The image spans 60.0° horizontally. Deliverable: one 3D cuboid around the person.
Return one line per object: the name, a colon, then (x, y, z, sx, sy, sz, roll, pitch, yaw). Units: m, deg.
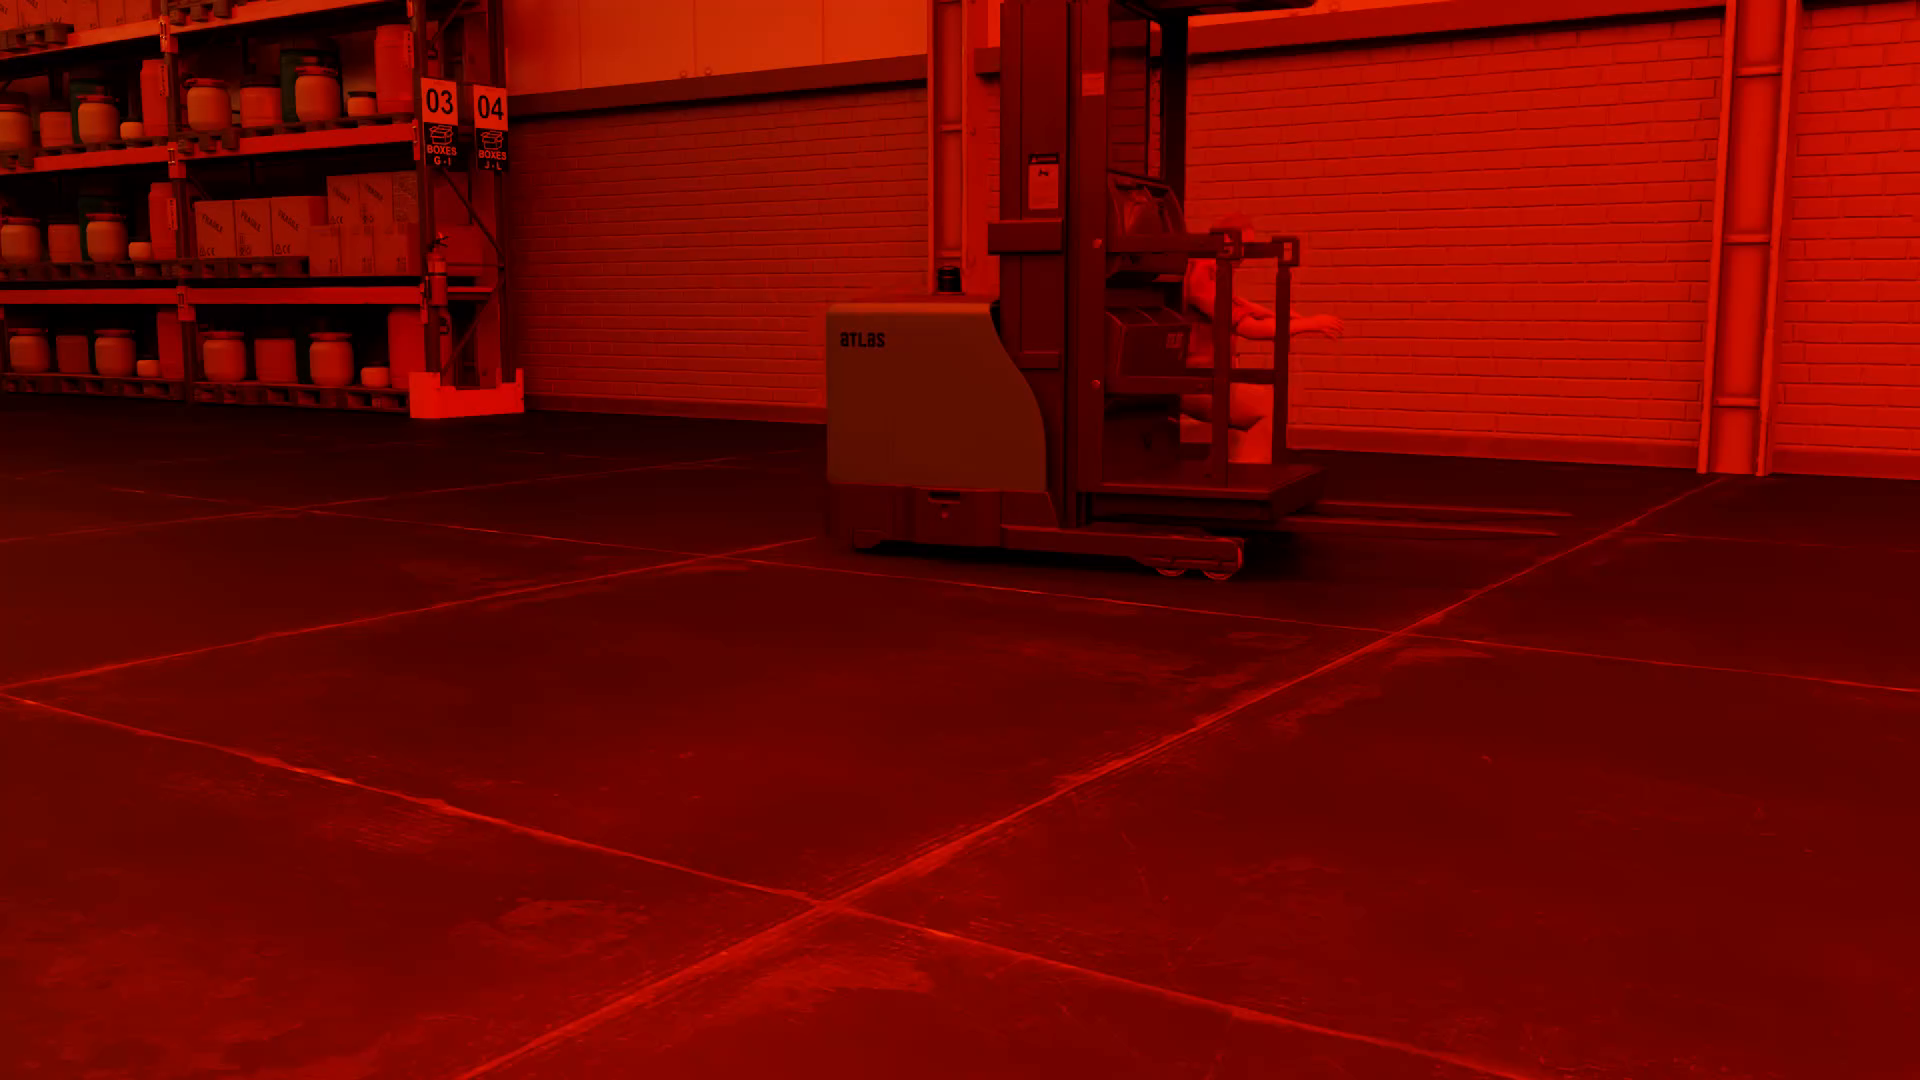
person: (1.394, -0.803, 7.851, 0.789, 1.459, 0.917, 1, 8, 10)

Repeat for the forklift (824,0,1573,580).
forklift: (0.970, -1.378, 6.885, 3.031, 2.935, 1.130, 4, 9, 24)
